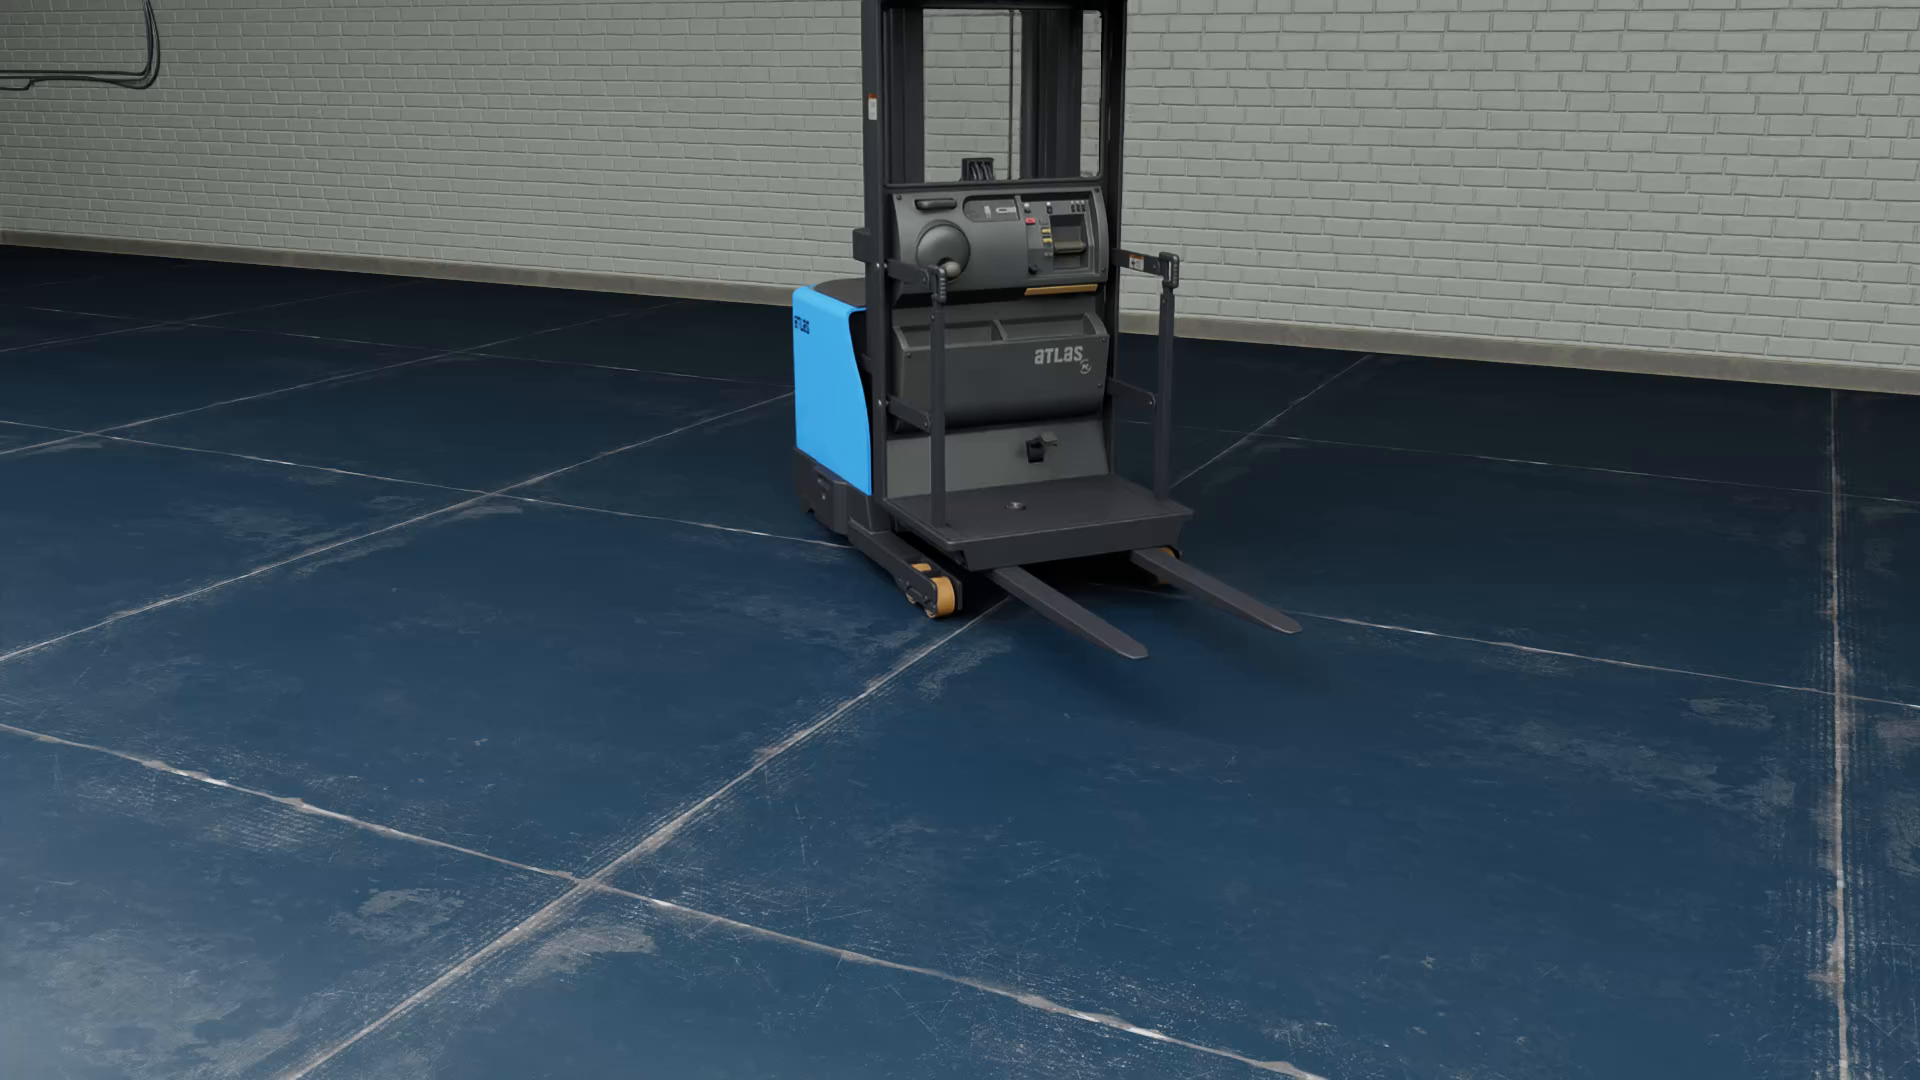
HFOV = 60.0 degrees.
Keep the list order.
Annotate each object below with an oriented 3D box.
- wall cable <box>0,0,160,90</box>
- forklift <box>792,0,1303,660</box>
[{"bbox_3d":[-9.522,-5.969,17.270,3.097,2.526,0.112,8,18,25],"label":"wall cable"},{"bbox_3d":[0.261,-1.236,6.539,1.130,2.935,3.031,-7,18,-23],"label":"forklift"}]
